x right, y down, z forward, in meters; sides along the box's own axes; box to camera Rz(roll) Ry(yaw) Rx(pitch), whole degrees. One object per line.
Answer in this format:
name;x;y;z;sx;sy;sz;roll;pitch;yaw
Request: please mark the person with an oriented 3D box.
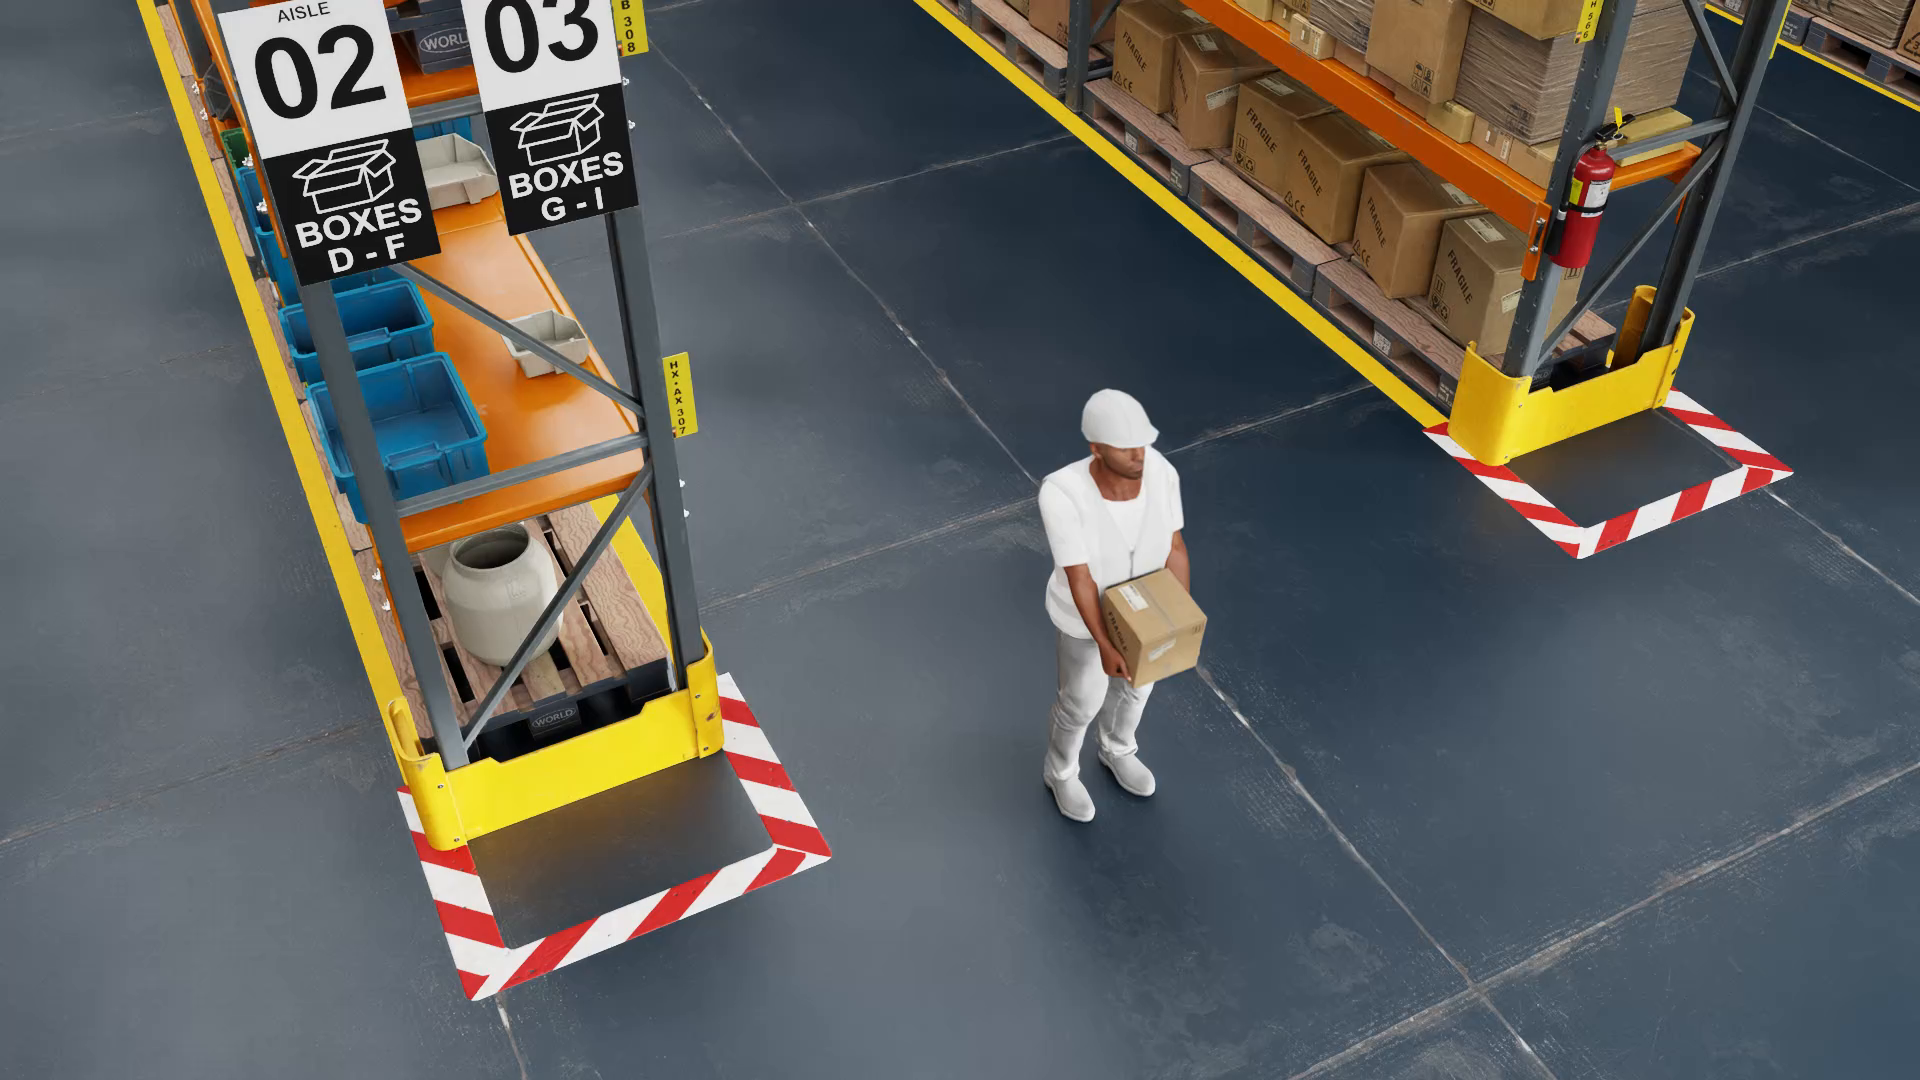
person;0.569;0.298;5.802;0.503;1.760;0.577;-18;44;-20
